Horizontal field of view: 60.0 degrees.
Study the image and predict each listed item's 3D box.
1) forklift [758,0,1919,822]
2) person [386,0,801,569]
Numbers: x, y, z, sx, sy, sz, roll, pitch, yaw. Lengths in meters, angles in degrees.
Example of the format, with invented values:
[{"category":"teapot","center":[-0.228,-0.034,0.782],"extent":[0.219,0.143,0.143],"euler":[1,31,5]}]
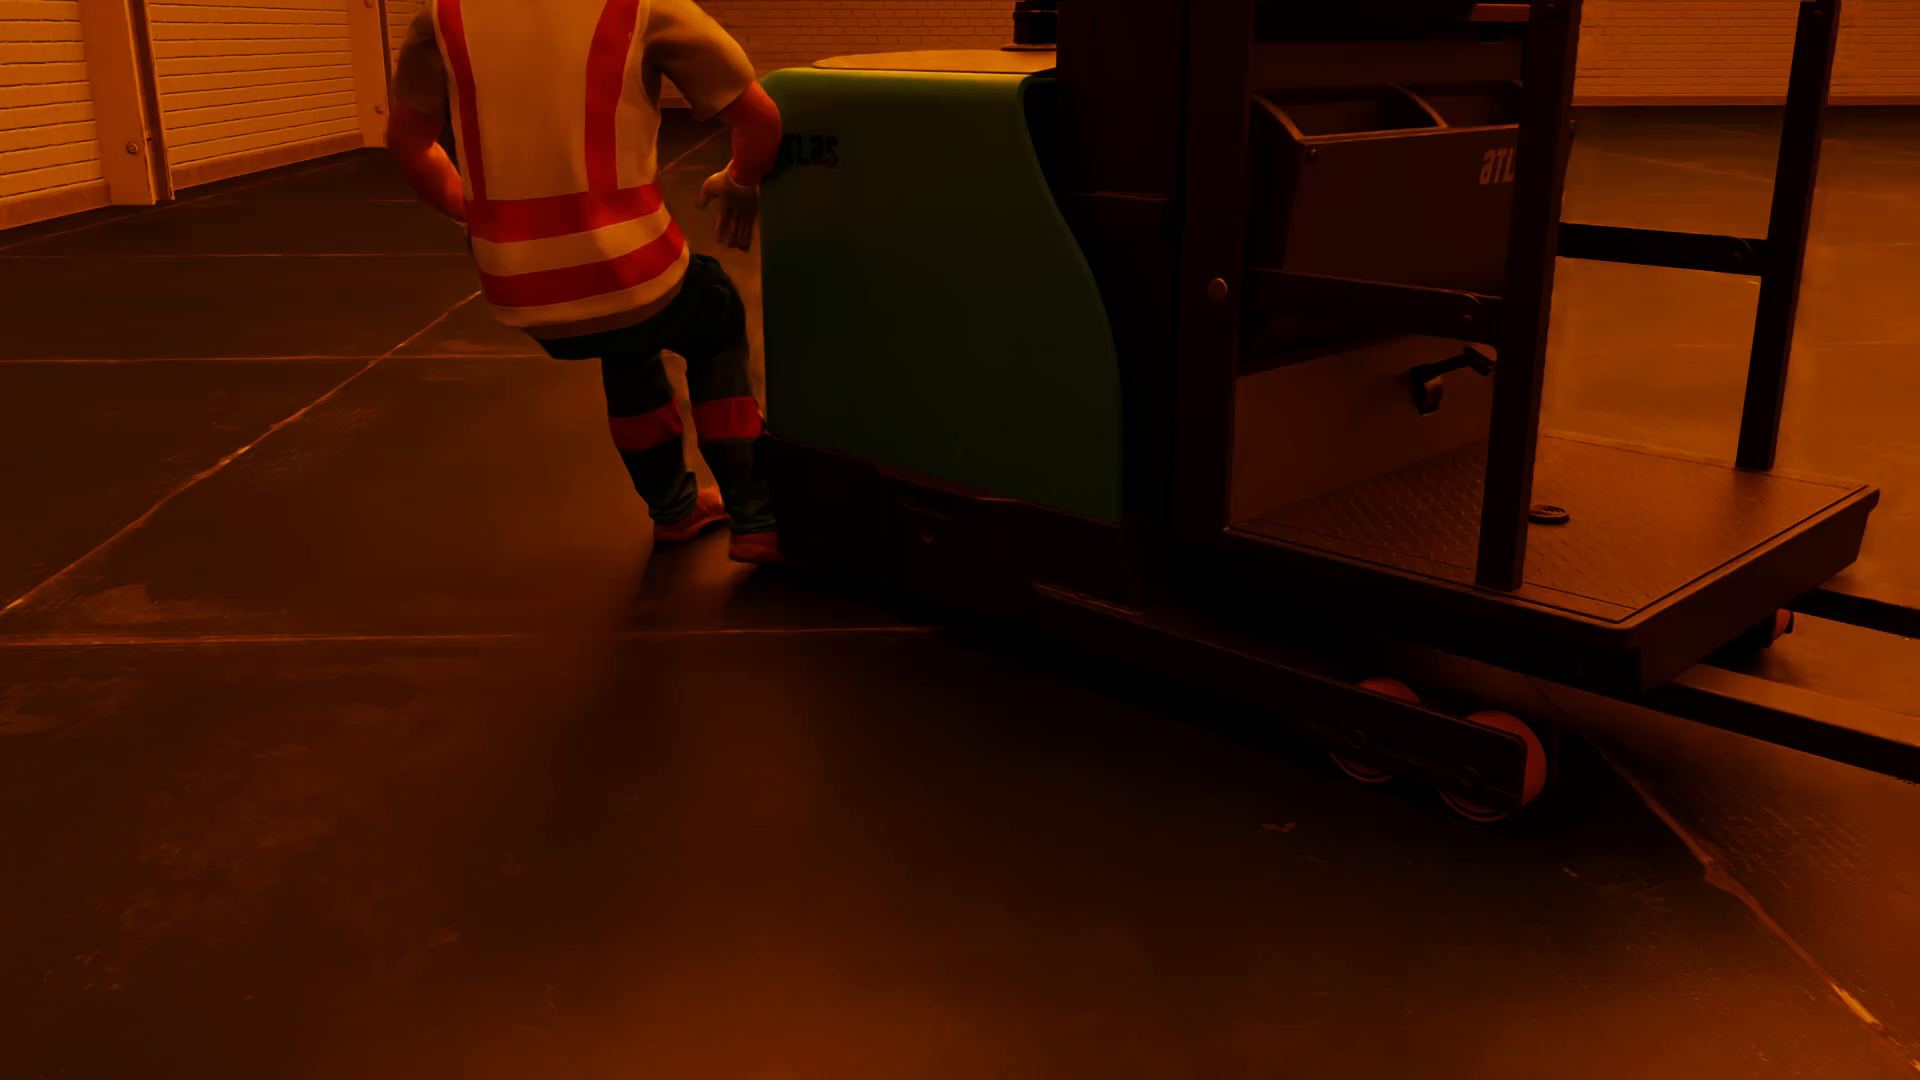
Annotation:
[{"category":"forklift","center":[0.958,-1.145,2.651],"extent":[3.031,2.935,1.130],"euler":[16,23,42]},{"category":"person","center":[-0.710,-0.645,3.521],"extent":[0.787,1.566,0.898],"euler":[1,17,3]}]
